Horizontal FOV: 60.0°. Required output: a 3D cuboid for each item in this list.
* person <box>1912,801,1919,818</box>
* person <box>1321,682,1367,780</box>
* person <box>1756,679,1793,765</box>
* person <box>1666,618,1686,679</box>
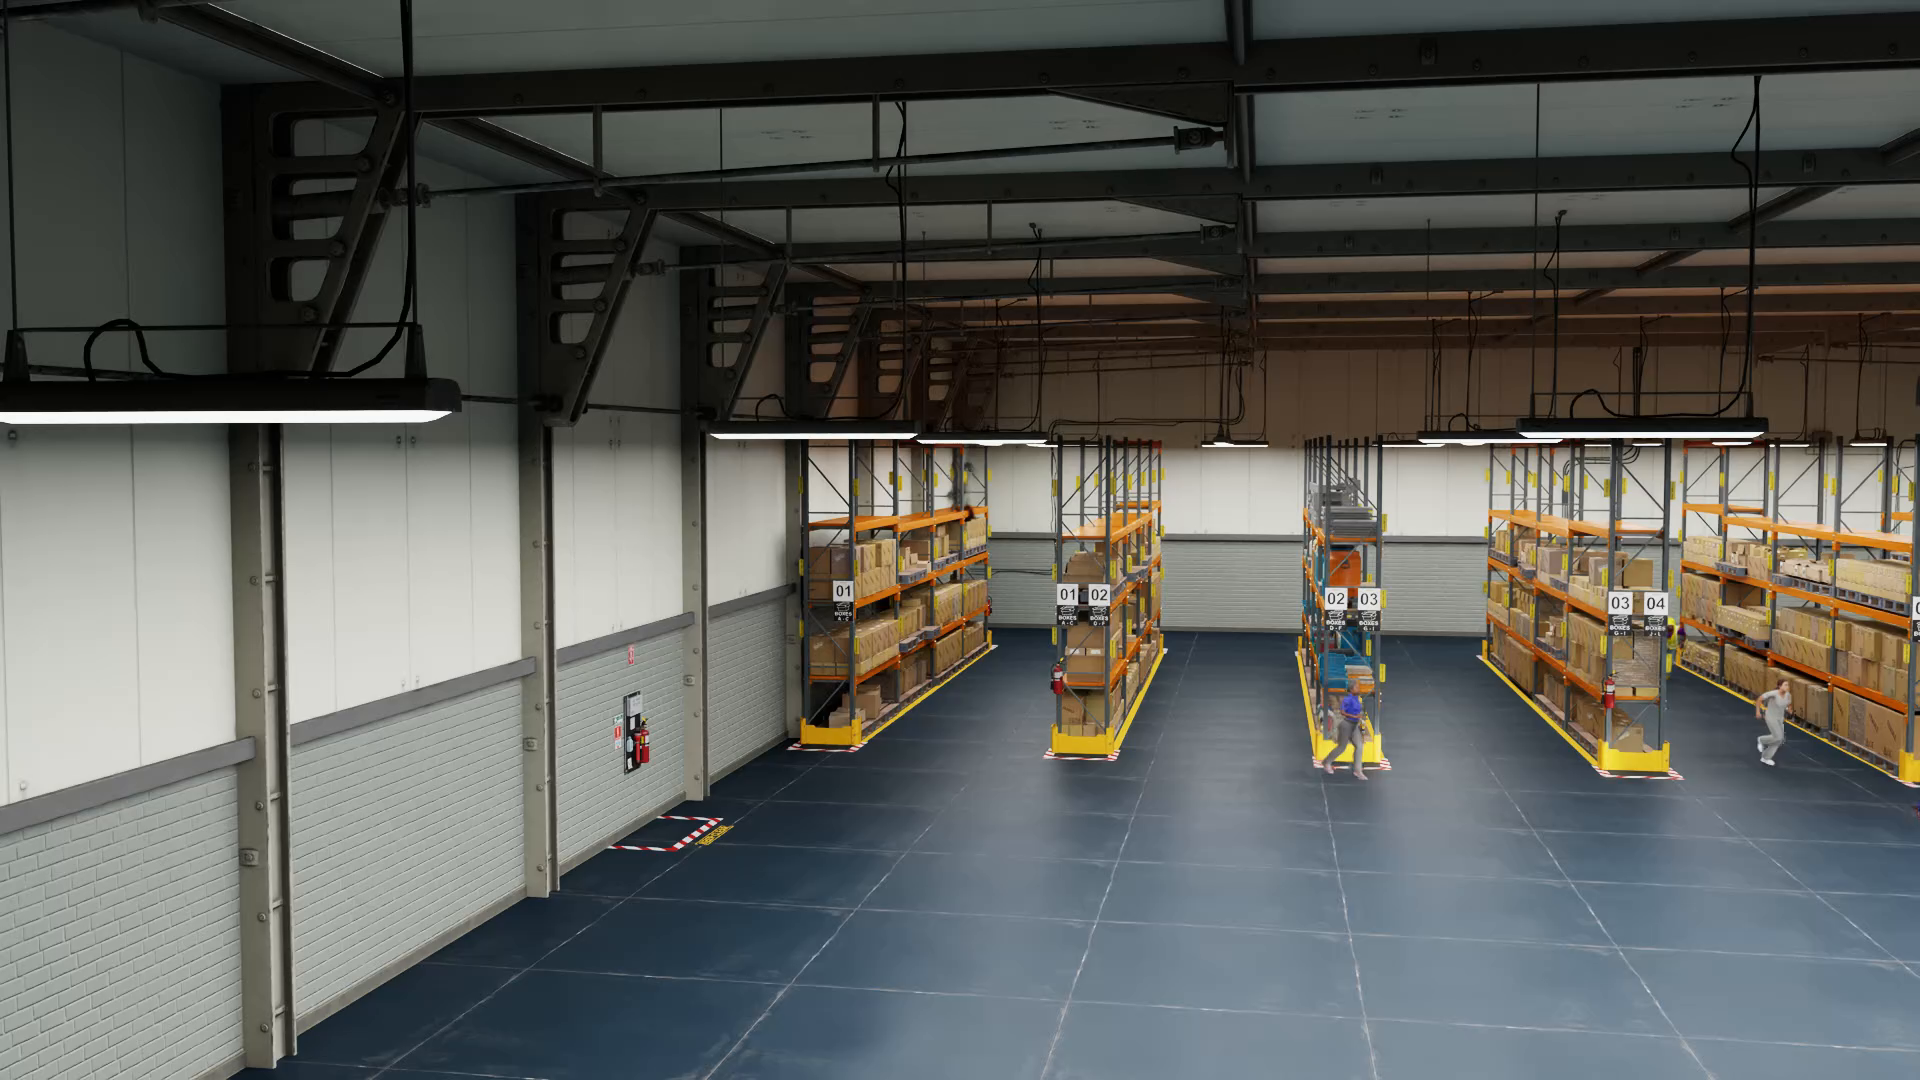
[{"bbox_3d":[14.935,3.602,25.101,0.639,1.612,0.973,-3,4,-40],"label":"person"},{"bbox_3d":[6.811,3.327,29.163,0.862,1.662,0.594,3,4,43],"label":"person"},{"bbox_3d":[14.851,3.299,30.279,0.553,1.597,0.685,-1,3,-22],"label":"person"},{"bbox_3d":[17.710,2.703,41.449,0.724,1.575,0.924,1,3,18],"label":"person"}]
